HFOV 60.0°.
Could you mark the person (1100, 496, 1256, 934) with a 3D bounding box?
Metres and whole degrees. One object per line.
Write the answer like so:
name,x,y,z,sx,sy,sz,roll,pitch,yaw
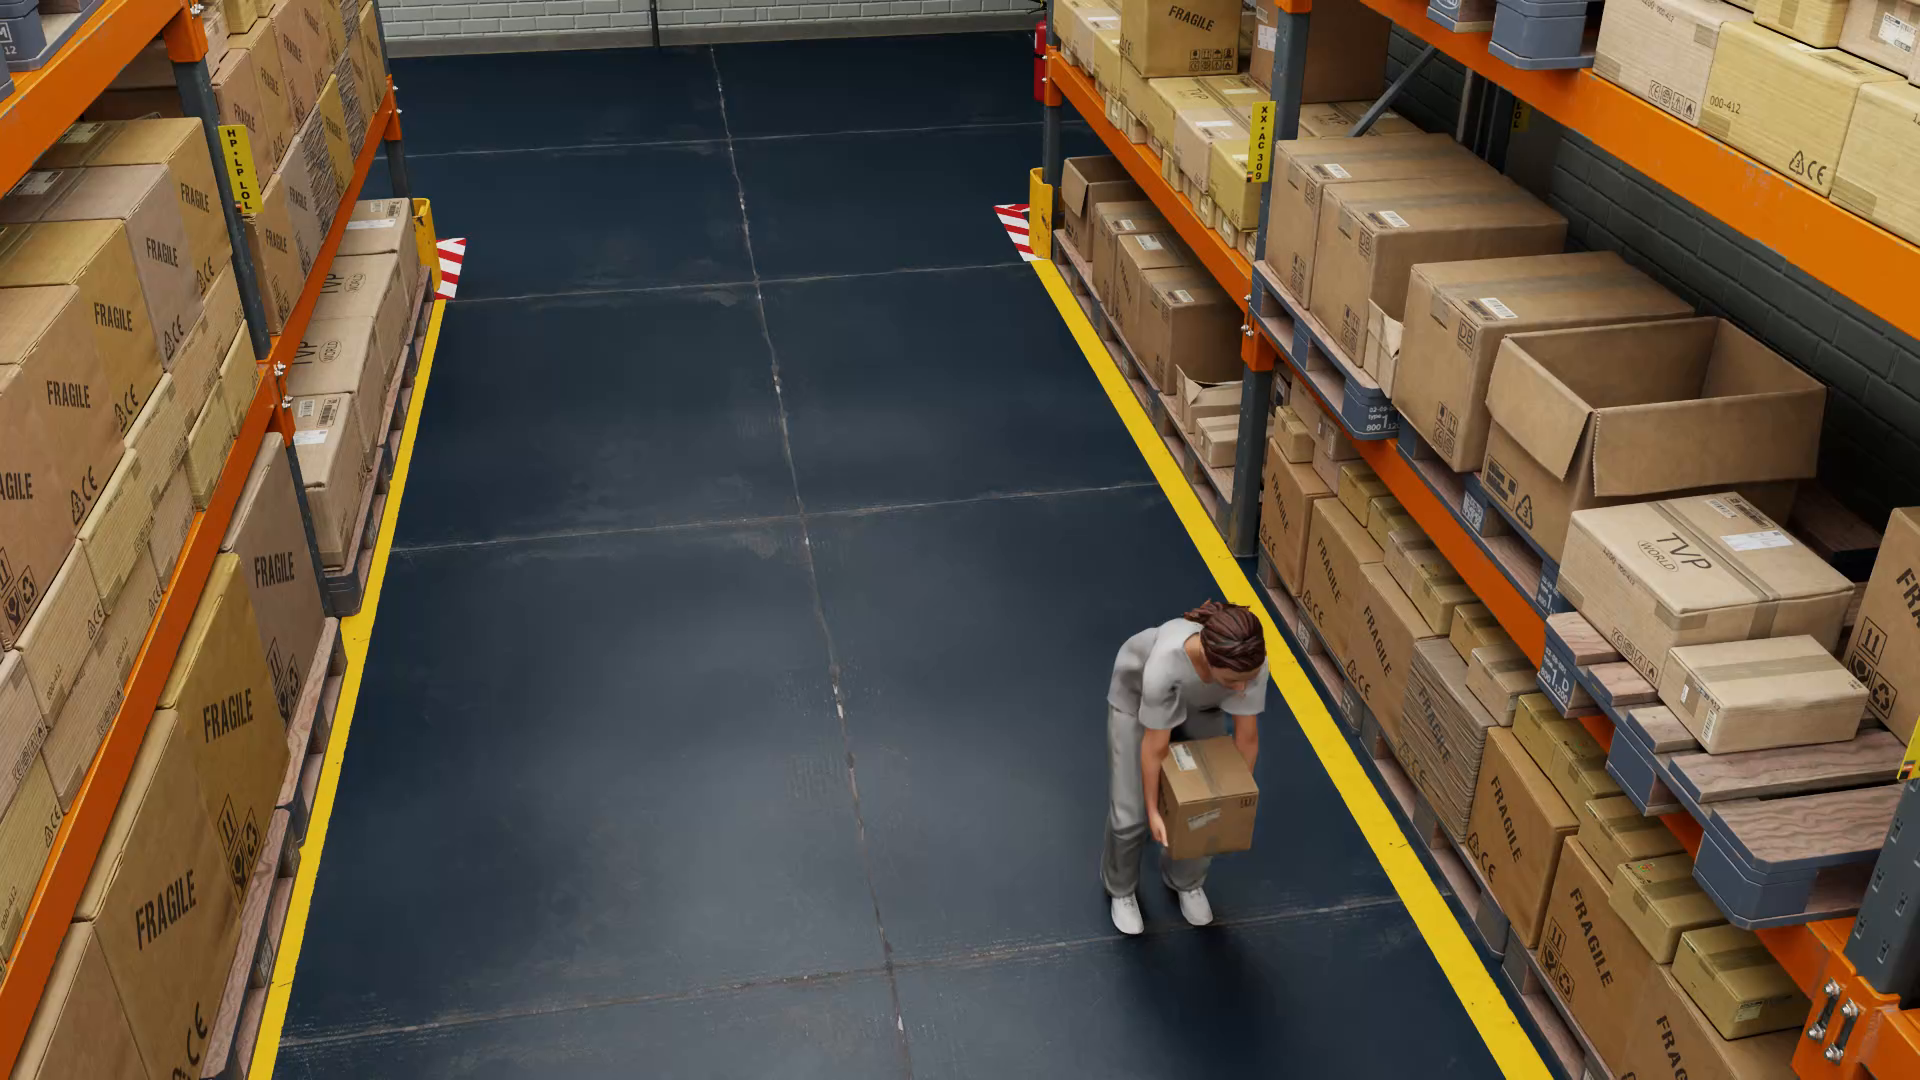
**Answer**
person,0.693,0.573,5.208,0.410,1.646,0.528,-7,31,-11
